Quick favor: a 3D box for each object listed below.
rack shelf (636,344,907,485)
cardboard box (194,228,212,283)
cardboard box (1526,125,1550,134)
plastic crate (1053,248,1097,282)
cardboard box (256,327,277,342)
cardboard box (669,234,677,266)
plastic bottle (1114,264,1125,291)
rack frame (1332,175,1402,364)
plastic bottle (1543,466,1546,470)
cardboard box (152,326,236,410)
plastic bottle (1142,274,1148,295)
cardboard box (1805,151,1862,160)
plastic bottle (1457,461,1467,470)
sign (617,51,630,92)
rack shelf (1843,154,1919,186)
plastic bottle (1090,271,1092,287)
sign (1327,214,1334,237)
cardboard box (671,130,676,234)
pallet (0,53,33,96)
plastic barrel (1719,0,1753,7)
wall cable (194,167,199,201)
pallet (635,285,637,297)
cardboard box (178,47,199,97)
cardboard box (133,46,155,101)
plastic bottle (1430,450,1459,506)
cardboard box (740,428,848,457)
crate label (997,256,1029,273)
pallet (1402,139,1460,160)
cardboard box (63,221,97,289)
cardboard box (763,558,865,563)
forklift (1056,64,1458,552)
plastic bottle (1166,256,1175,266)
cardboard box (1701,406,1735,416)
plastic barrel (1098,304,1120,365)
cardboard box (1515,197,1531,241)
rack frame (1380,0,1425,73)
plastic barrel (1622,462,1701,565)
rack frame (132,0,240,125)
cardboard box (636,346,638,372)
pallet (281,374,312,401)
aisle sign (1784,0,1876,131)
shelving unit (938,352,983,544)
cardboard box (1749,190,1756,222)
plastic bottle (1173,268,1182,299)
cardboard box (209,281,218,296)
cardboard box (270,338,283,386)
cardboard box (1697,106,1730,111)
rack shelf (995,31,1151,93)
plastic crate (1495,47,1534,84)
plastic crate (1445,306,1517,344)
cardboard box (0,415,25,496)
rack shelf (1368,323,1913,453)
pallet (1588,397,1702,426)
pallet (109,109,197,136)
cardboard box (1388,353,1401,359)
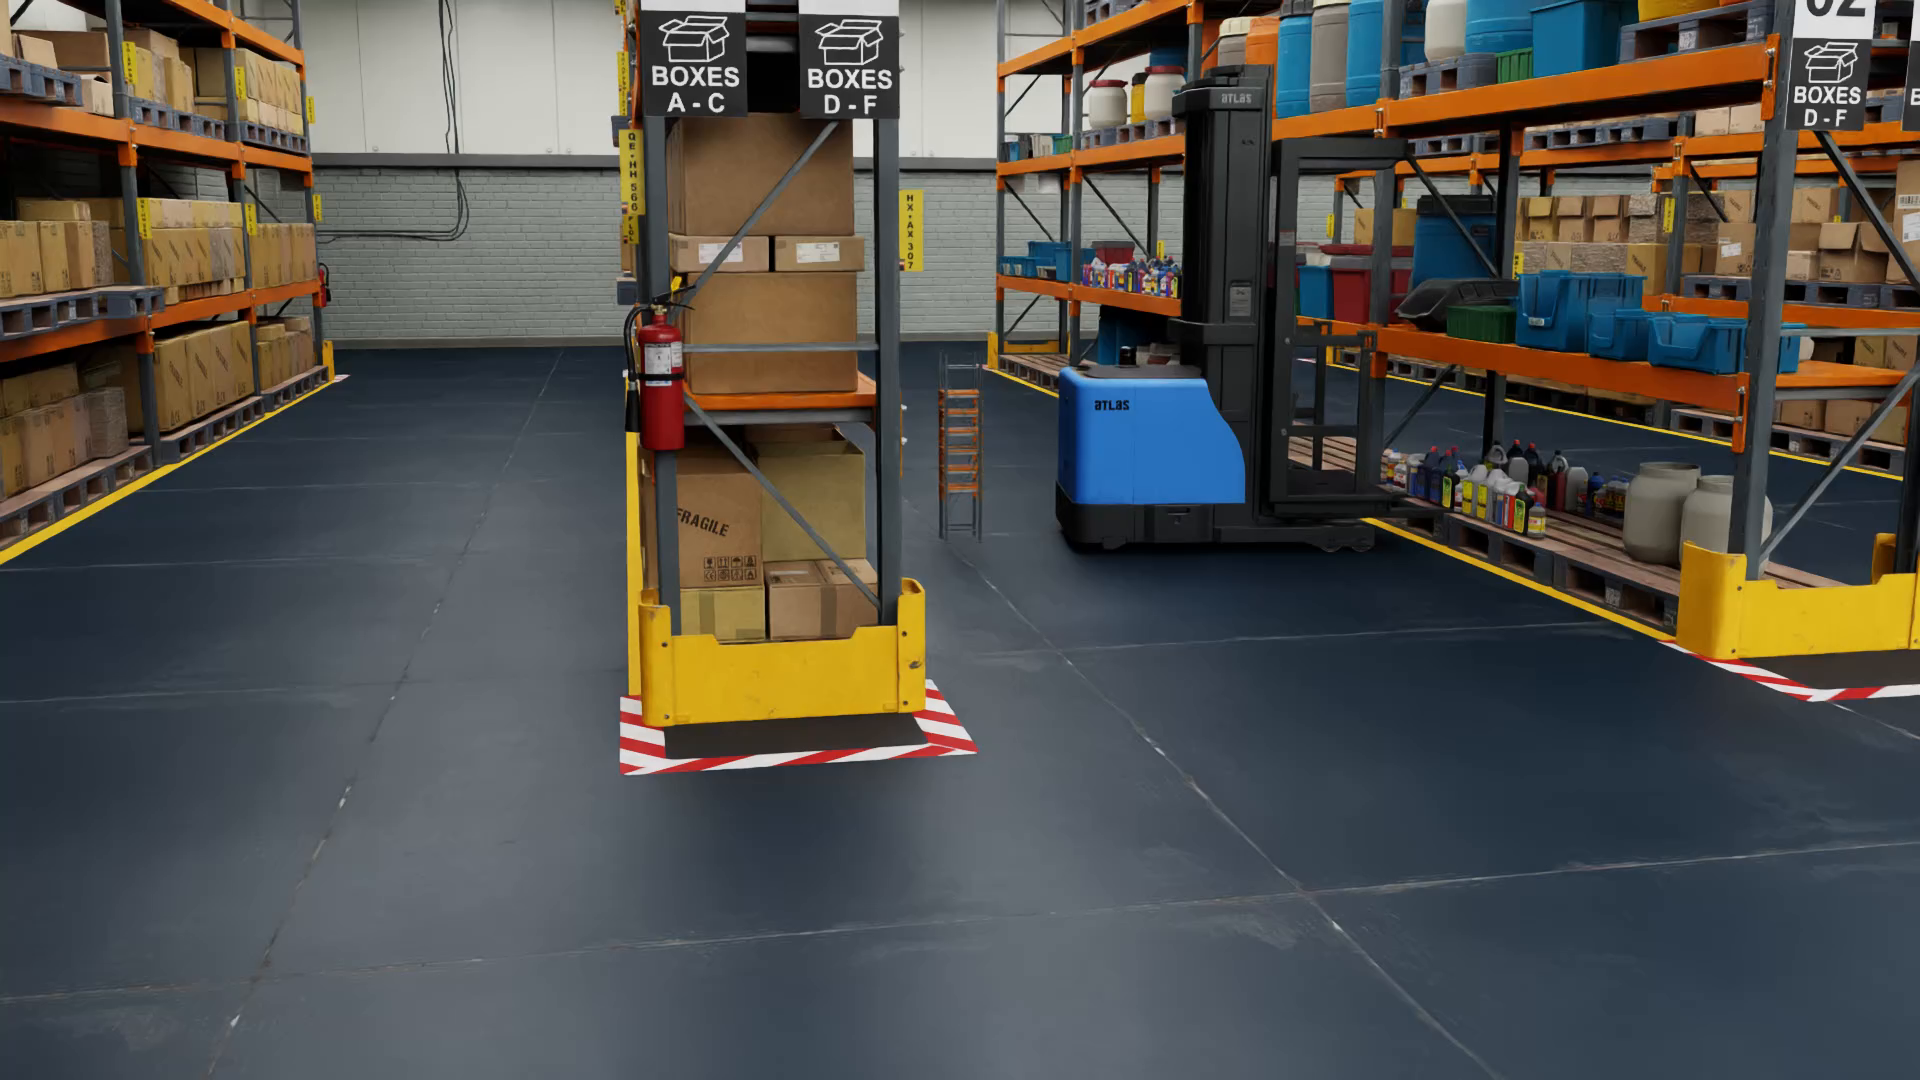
[{"bbox_3d":[-1.134,-0.787,8.732,1.077,0.370,4.000,-2,11,-11],"label":"rack shelf"},{"bbox_3d":[-7.300,-2.646,15.459,0.500,0.500,0.500,-2,11,-9],"label":"cardboard box"},{"bbox_3d":[6.764,-4.765,18.804,0.500,0.311,0.500,-3,11,-13],"label":"cardboard box"},{"bbox_3d":[1.355,-3.249,19.624,0.392,0.384,0.575,-2,11,-11],"label":"plastic crate"},{"bbox_3d":[-7.870,-2.301,18.590,0.380,0.149,0.250,-2,11,-9],"label":"cardboard box"},{"bbox_3d":[-1.207,-1.394,7.994,0.380,0.149,0.250,-2,11,-9],"label":"cardboard box"},{"bbox_3d":[1.722,-2.782,17.621,0.152,0.276,0.135,-2,11,-11],"label":"plastic bottle"},{"bbox_3d":[5.860,-4.067,24.044,1.000,3.000,0.127,-2,11,-11],"label":"rack frame"},{"bbox_3d":[3.854,-0.397,10.848,0.061,0.283,0.133,-1,11,-7],"label":"plastic bottle"},{"bbox_3d":[-7.508,-1.666,16.055,0.750,0.750,0.750,-2,11,-9],"label":"cardboard box"},{"bbox_3d":[1.879,-2.570,16.710,0.097,0.201,0.097,0,11,0],"label":"plastic bottle"},{"bbox_3d":[11.163,-4.976,21.195,0.500,0.250,0.500,-2,11,-10],"label":"cardboard box"},{"bbox_3d":[3.233,-0.377,10.775,0.097,0.271,0.097,0,11,0],"label":"plastic bottle"},{"bbox_3d":[-2.834,-3.949,14.016,0.100,0.325,0.005,-2,11,-11],"label":"sign"},{"bbox_3d":[11.912,-4.249,18.900,1.077,0.370,4.000,-2,11,-11],"label":"rack shelf"},{"bbox_3d":[1.499,-2.928,18.591,0.097,0.201,0.097,0,11,0],"label":"plastic bottle"},{"bbox_3d":[5.315,-4.513,23.856,0.100,0.325,0.005,-2,11,-11],"label":"sign"},{"bbox_3d":[-1.040,-1.744,8.102,0.700,0.500,0.500,-2,11,-11],"label":"cardboard box"},{"bbox_3d":[-6.397,-2.825,9.994,1.213,0.211,1.003,-2,11,-11],"label":"pallet"},{"bbox_3d":[3.895,-2.928,7.765,0.600,0.830,0.708,-2,11,-11],"label":"plastic barrel"},{"bbox_3d":[-9.893,-4.227,22.163,0.084,1.984,1.851,-2,11,-11],"label":"wall cable"},{"bbox_3d":[-2.684,-2.503,16.337,1.003,0.211,1.213,-2,11,-11],"label":"pallet"},{"bbox_3d":[-8.302,-4.937,17.594,0.500,0.500,0.500,-2,11,-11],"label":"cardboard box"},{"bbox_3d":[-7.560,-4.083,14.658,0.700,0.500,0.500,-2,11,-8],"label":"cardboard box"},{"bbox_3d":[3.123,-0.404,10.702,0.144,0.351,0.185,-3,11,-13],"label":"plastic bottle"},{"bbox_3d":[-0.841,-0.287,8.405,0.500,0.500,0.500,-2,11,-11],"label":"cardboard box"},{"bbox_3d":[0.727,-3.777,22.807,0.416,0.233,0.303,-2,11,-11],"label":"crate label"},{"bbox_3d":[6.256,-5.138,21.881,1.003,0.211,1.213,-2,11,-11],"label":"pallet"},{"bbox_3d":[-6.923,-2.138,12.462,0.700,0.500,0.500,-3,11,-16],"label":"cardboard box"},{"bbox_3d":[-0.732,0.173,7.996,0.500,0.250,0.500,-2,11,-11],"label":"cardboard box"},{"bbox_3d":[2.176,-1.462,10.541,3.031,2.935,1.130,-1,11,-3],"label":"forklift"},{"bbox_3d":[2.316,-2.939,18.247,0.144,0.351,0.185,-2,11,-11],"label":"plastic bottle"},{"bbox_3d":[7.566,-1.466,15.886,0.700,0.500,0.500,-3,11,-14],"label":"cardboard box"},{"bbox_3d":[1.869,-2.229,18.873,0.600,0.901,0.708,-2,11,-11],"label":"plastic barrel"},{"bbox_3d":[6.771,-3.759,19.473,0.797,0.503,0.637,-2,11,-12],"label":"cardboard box"},{"bbox_3d":[3.336,-4.634,10.974,1.000,3.000,0.127,-2,11,-11],"label":"rack frame"},{"bbox_3d":[3.814,-0.147,8.976,0.421,0.512,0.421,0,11,0],"label":"plastic barrel"},{"bbox_3d":[-7.938,-5.741,16.790,1.000,3.000,0.127,-2,11,-11],"label":"rack frame"},{"bbox_3d":[-3.224,-1.865,17.981,0.500,0.500,0.500,-3,11,-14],"label":"cardboard box"},{"bbox_3d":[-8.250,-1.790,19.537,1.003,0.211,1.213,-2,11,-11],"label":"pallet"},{"bbox_3d":[3.837,-2.206,7.311,0.394,0.787,0.004,-2,11,-11],"label":"aisle sign"},{"bbox_3d":[0.003,-0.587,10.570,0.258,1.200,0.189,-2,11,-11],"label":"shelving unit"},{"bbox_3d":[10.975,-4.448,22.304,0.500,0.500,0.500,-2,11,-10],"label":"cardboard box"},{"bbox_3d":[2.061,-2.421,15.708,0.061,0.283,0.133,-2,11,-11],"label":"plastic bottle"},{"bbox_3d":[-7.424,-2.440,16.112,0.380,0.149,0.250,-2,11,-11],"label":"cardboard box"},{"bbox_3d":[-8.077,-2.005,18.770,0.700,0.500,0.500,-2,11,-12],"label":"cardboard box"},{"bbox_3d":[7.256,-4.273,15.497,0.500,0.500,0.500,-2,11,-10],"label":"cardboard box"},{"bbox_3d":[1.391,-5.918,20.715,1.077,0.370,4.000,-2,11,-11],"label":"rack shelf"},{"bbox_3d":[3.376,-2.757,9.702,0.336,0.188,0.450,-2,11,-11],"label":"plastic crate"},{"bbox_3d":[3.323,-1.323,10.193,0.450,0.188,0.662,-2,11,-11],"label":"plastic crate"},{"bbox_3d":[-6.691,-0.542,11.029,0.700,0.500,0.500,-2,11,-12],"label":"cardboard box"},{"bbox_3d":[3.725,-0.966,9.675,1.077,0.370,4.000,-2,11,-11],"label":"rack shelf"},{"bbox_3d":[7.337,-1.378,17.370,1.003,0.211,1.213,-2,11,-11],"label":"pallet"},{"bbox_3d":[-7.557,-3.762,14.921,1.003,0.211,1.213,-2,11,-8],"label":"pallet"},{"bbox_3d":[6.240,-2.949,22.726,0.875,0.875,0.875,-2,11,-11],"label":"cardboard box"}]
